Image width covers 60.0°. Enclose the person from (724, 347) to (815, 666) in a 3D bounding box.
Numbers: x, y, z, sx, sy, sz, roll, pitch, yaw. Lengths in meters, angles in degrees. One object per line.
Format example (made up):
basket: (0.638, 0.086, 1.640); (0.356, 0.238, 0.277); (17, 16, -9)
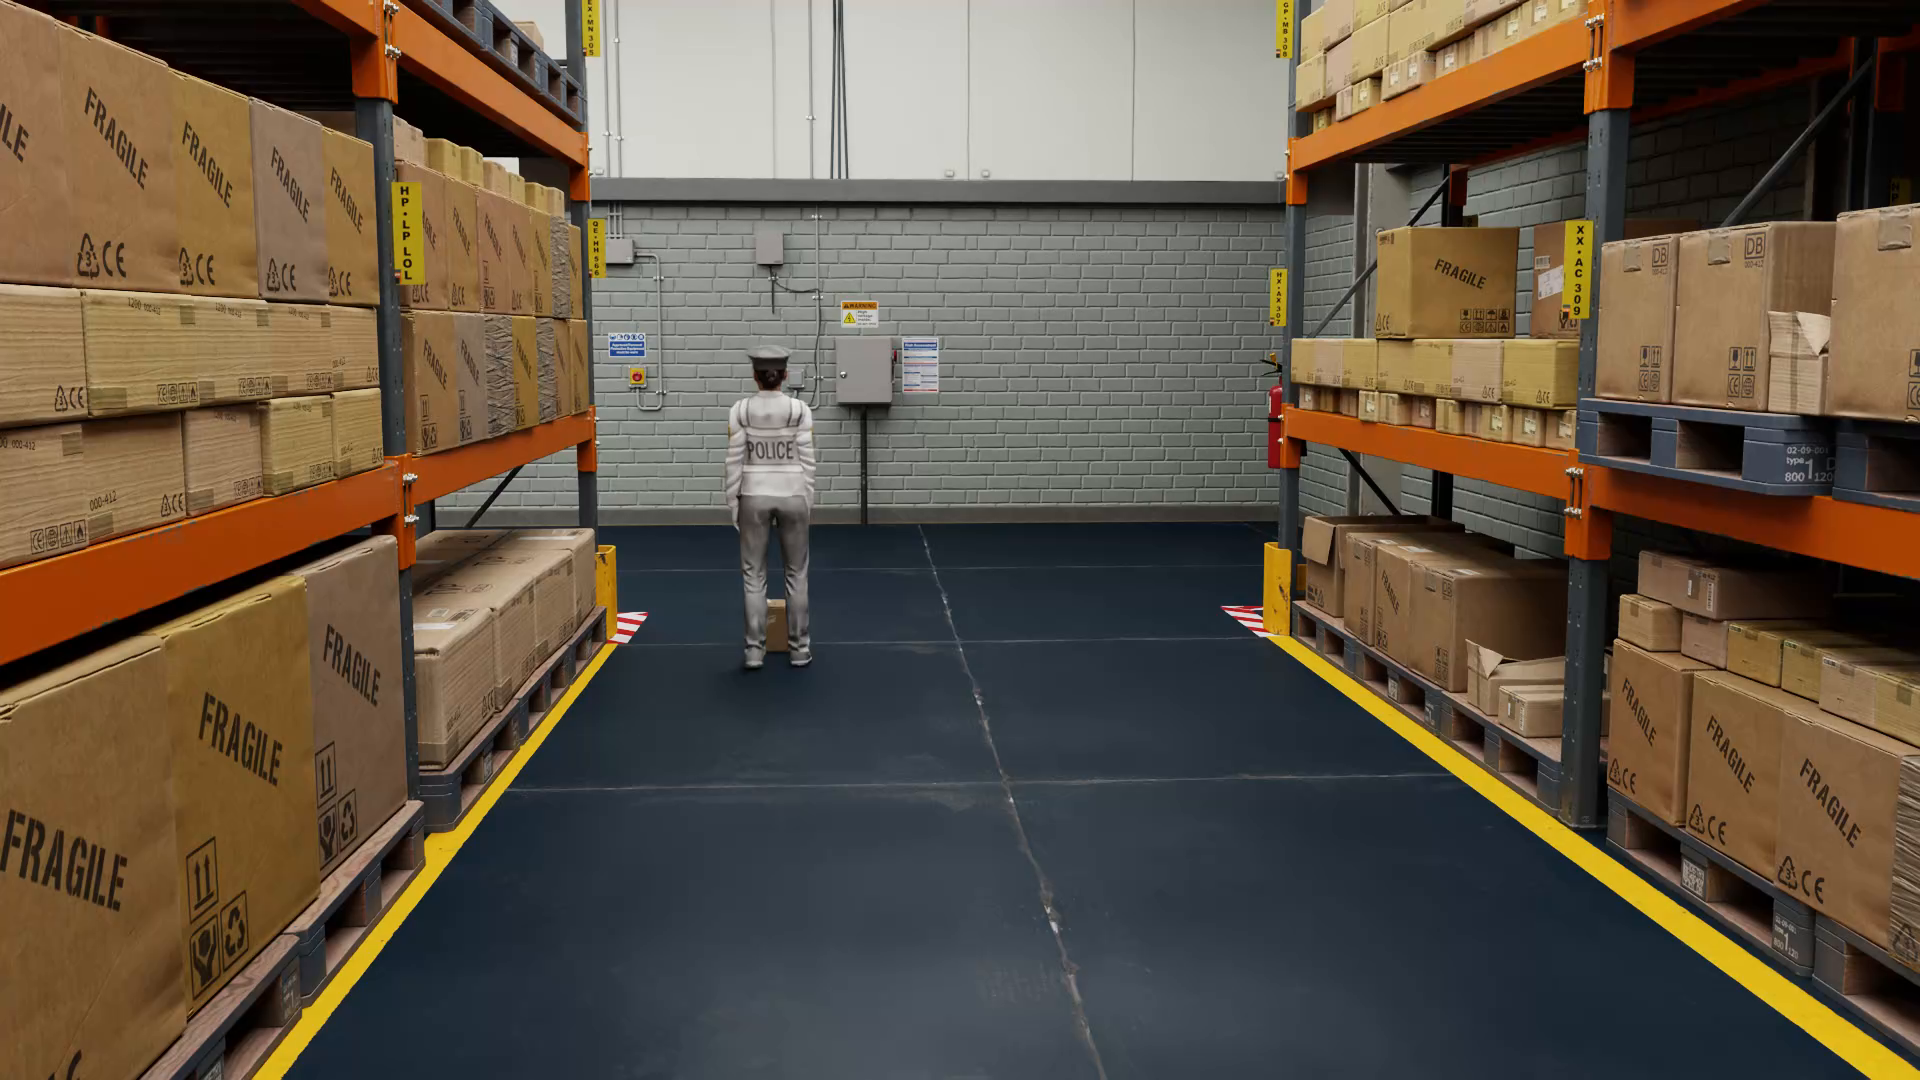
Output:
person: (-0.987, -0.164, 8.657); (0.469, 1.674, 0.328); (-1, 7, -5)
